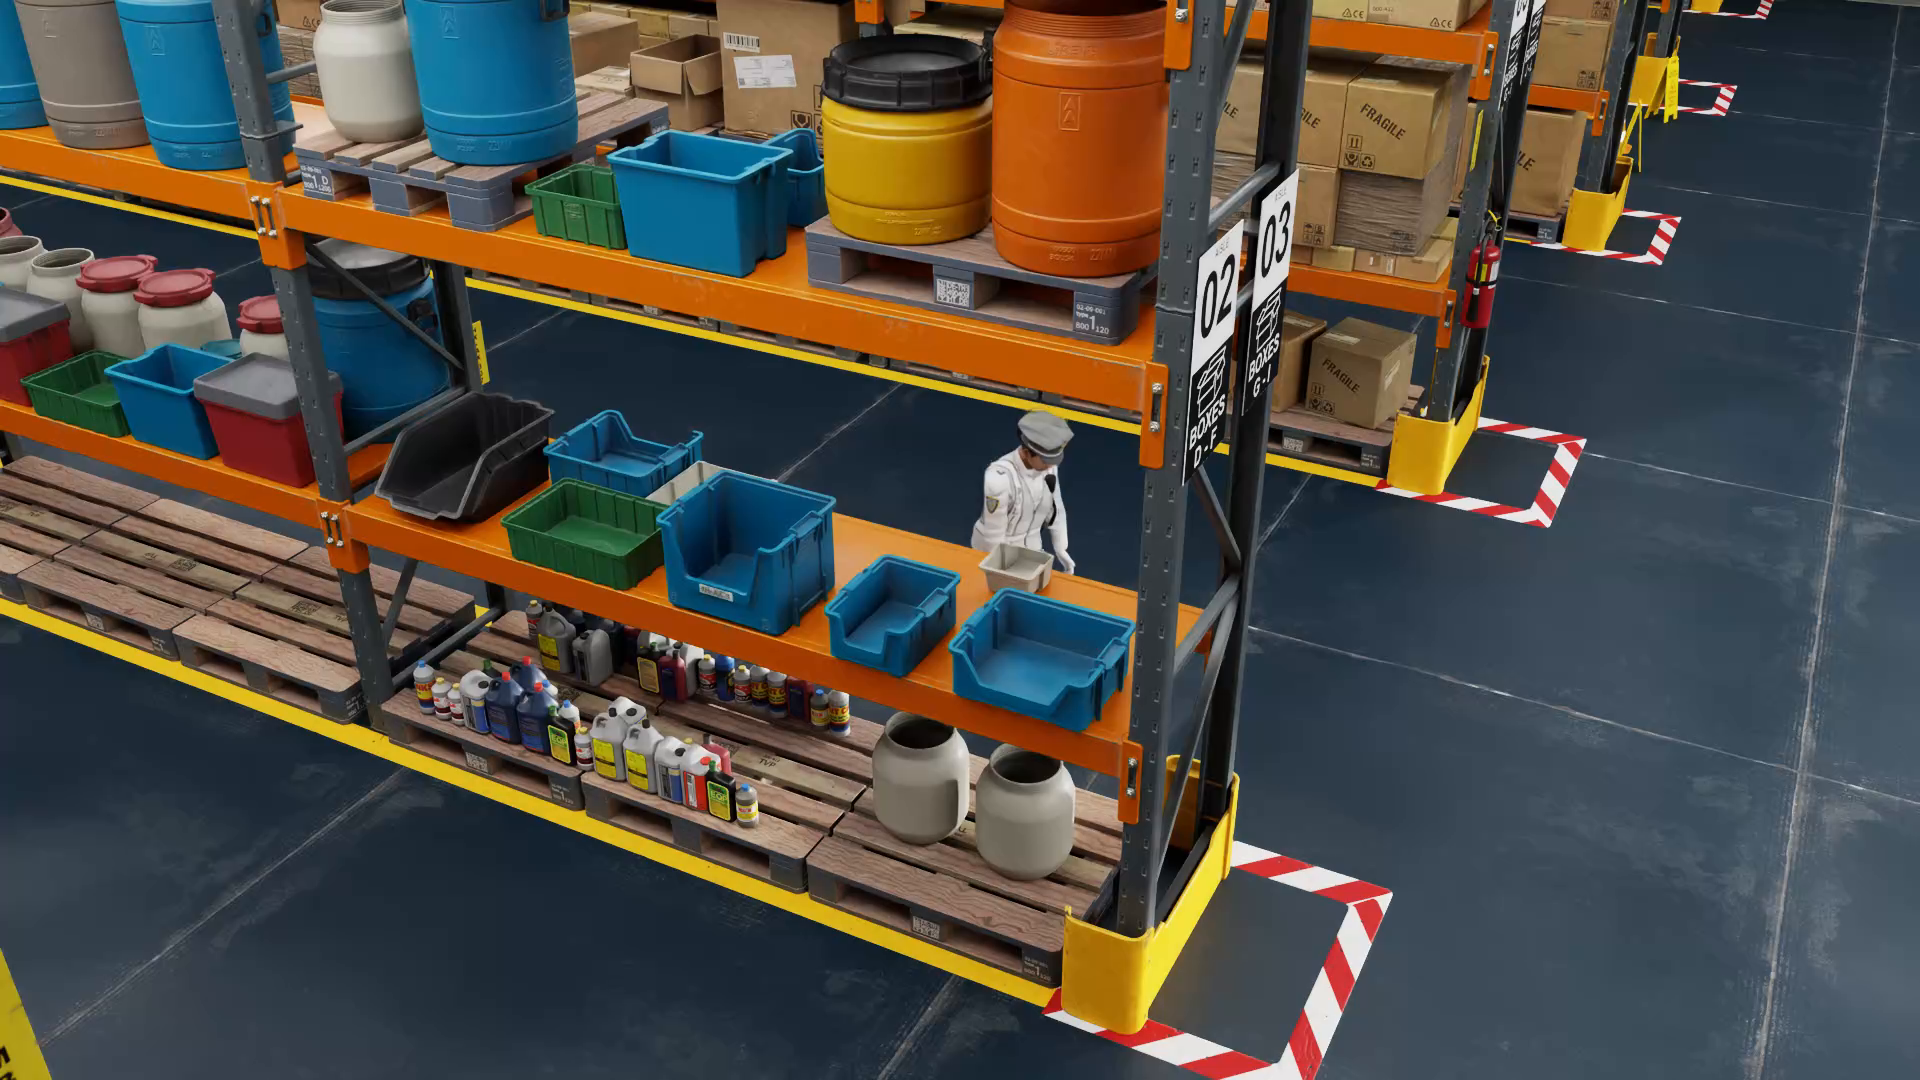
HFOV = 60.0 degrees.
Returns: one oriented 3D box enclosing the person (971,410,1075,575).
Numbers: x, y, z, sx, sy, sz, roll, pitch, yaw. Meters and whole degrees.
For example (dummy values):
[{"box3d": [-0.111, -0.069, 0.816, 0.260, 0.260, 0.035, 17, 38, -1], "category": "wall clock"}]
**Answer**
[{"box3d": [0.316, 0.094, 8.196, 0.508, 1.604, 0.485, -25, 38, -36], "category": "person"}]
